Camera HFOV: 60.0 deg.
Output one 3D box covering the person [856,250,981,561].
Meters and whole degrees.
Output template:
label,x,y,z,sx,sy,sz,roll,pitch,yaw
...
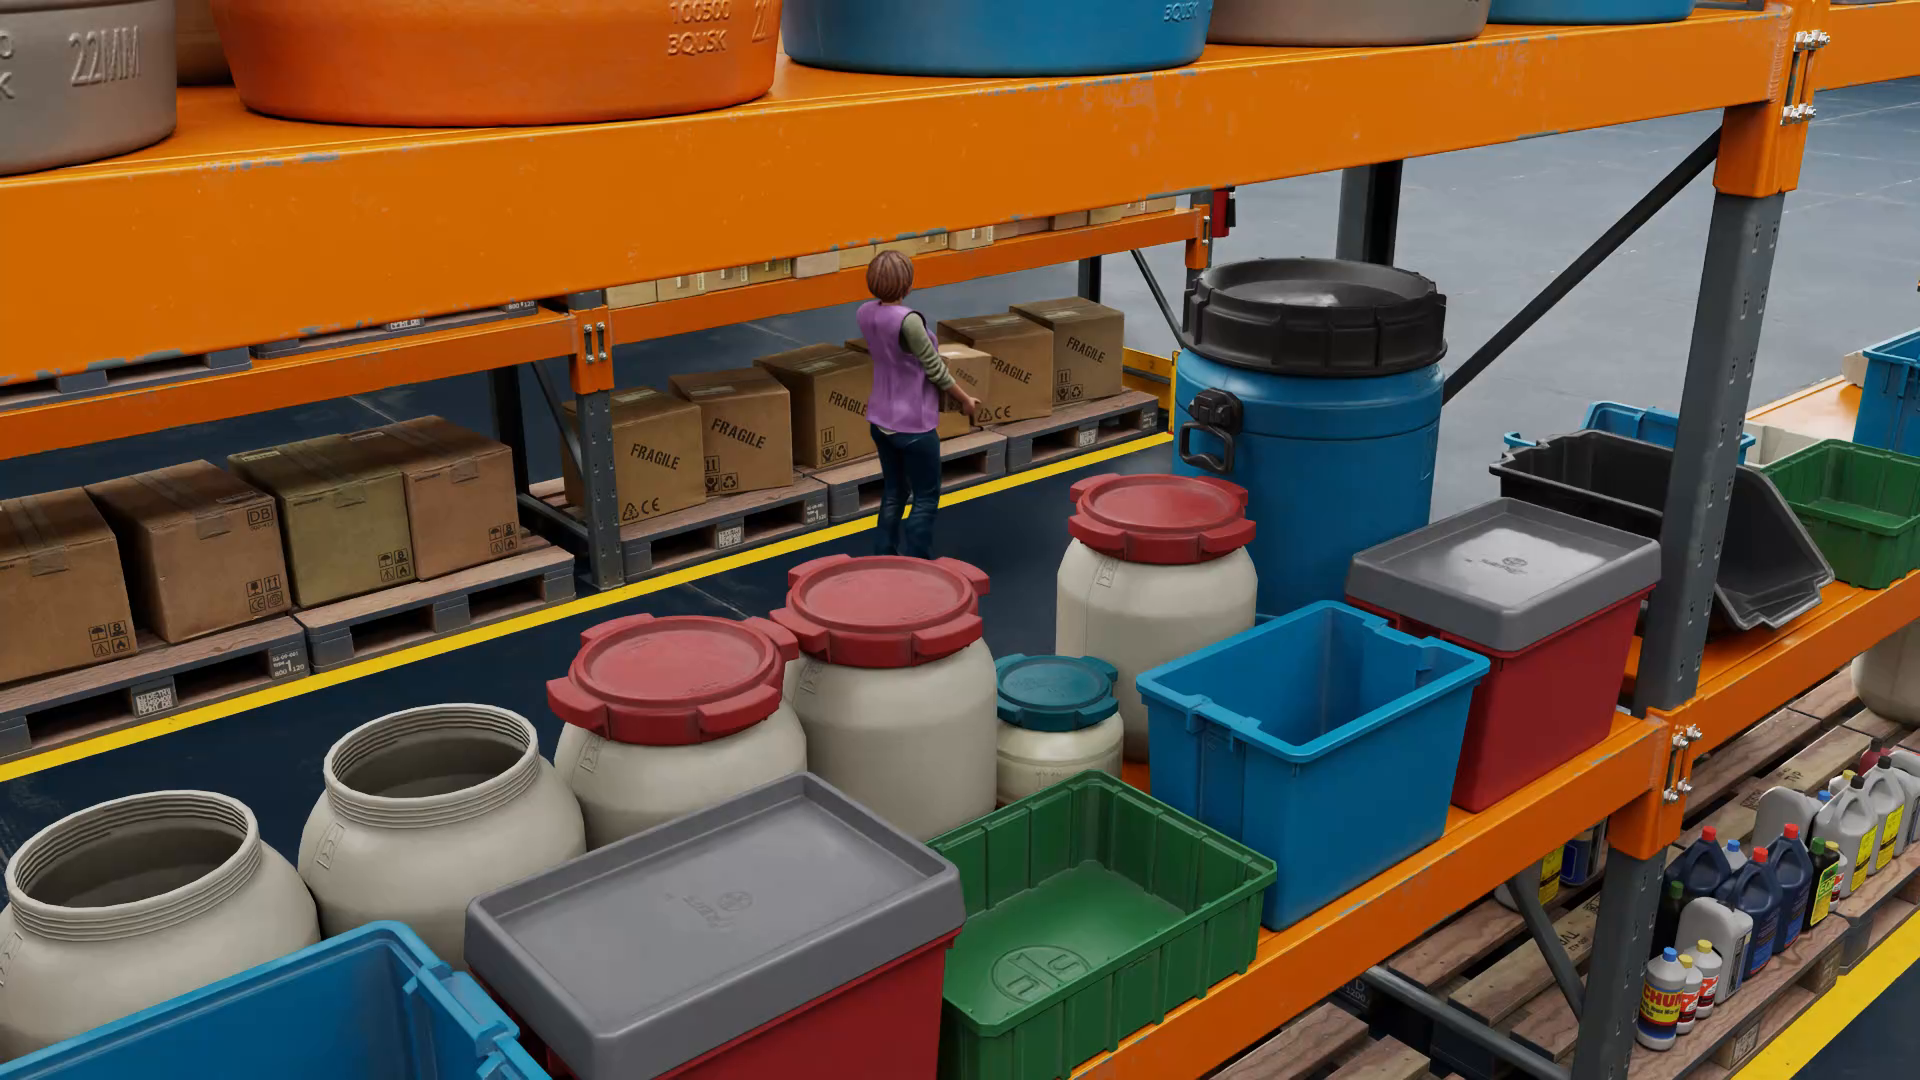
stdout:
label,x,y,z,sx,sy,sz,roll,pitch,yaw
person,-0.186,-0.527,7.454,0.498,1.589,0.408,-17,27,-37
